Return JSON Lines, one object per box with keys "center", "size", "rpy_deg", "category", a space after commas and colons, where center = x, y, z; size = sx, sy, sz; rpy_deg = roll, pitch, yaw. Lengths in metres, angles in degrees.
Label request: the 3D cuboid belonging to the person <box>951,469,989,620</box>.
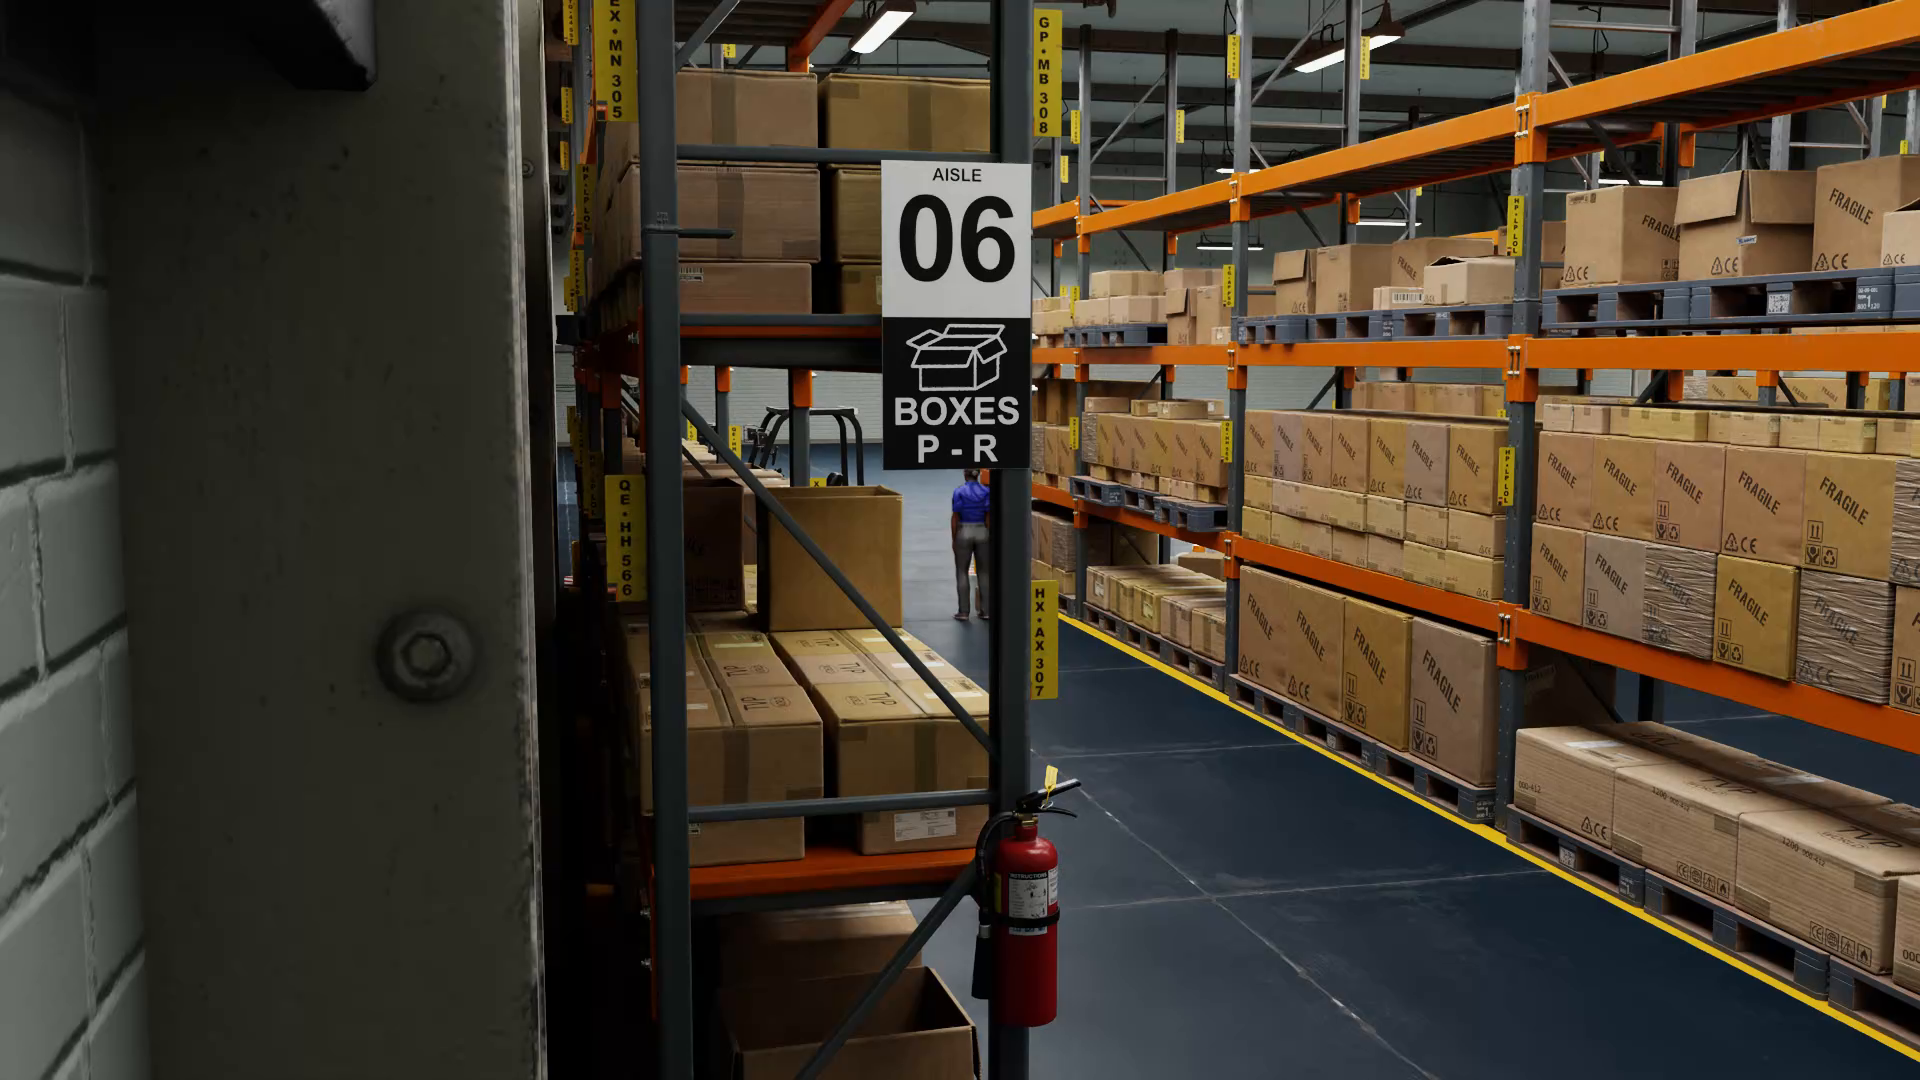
{"center": [0.115, 0.001, 17.220], "size": [0.437, 1.657, 0.300], "rpy_deg": [-1, 6, -12], "category": "person"}
